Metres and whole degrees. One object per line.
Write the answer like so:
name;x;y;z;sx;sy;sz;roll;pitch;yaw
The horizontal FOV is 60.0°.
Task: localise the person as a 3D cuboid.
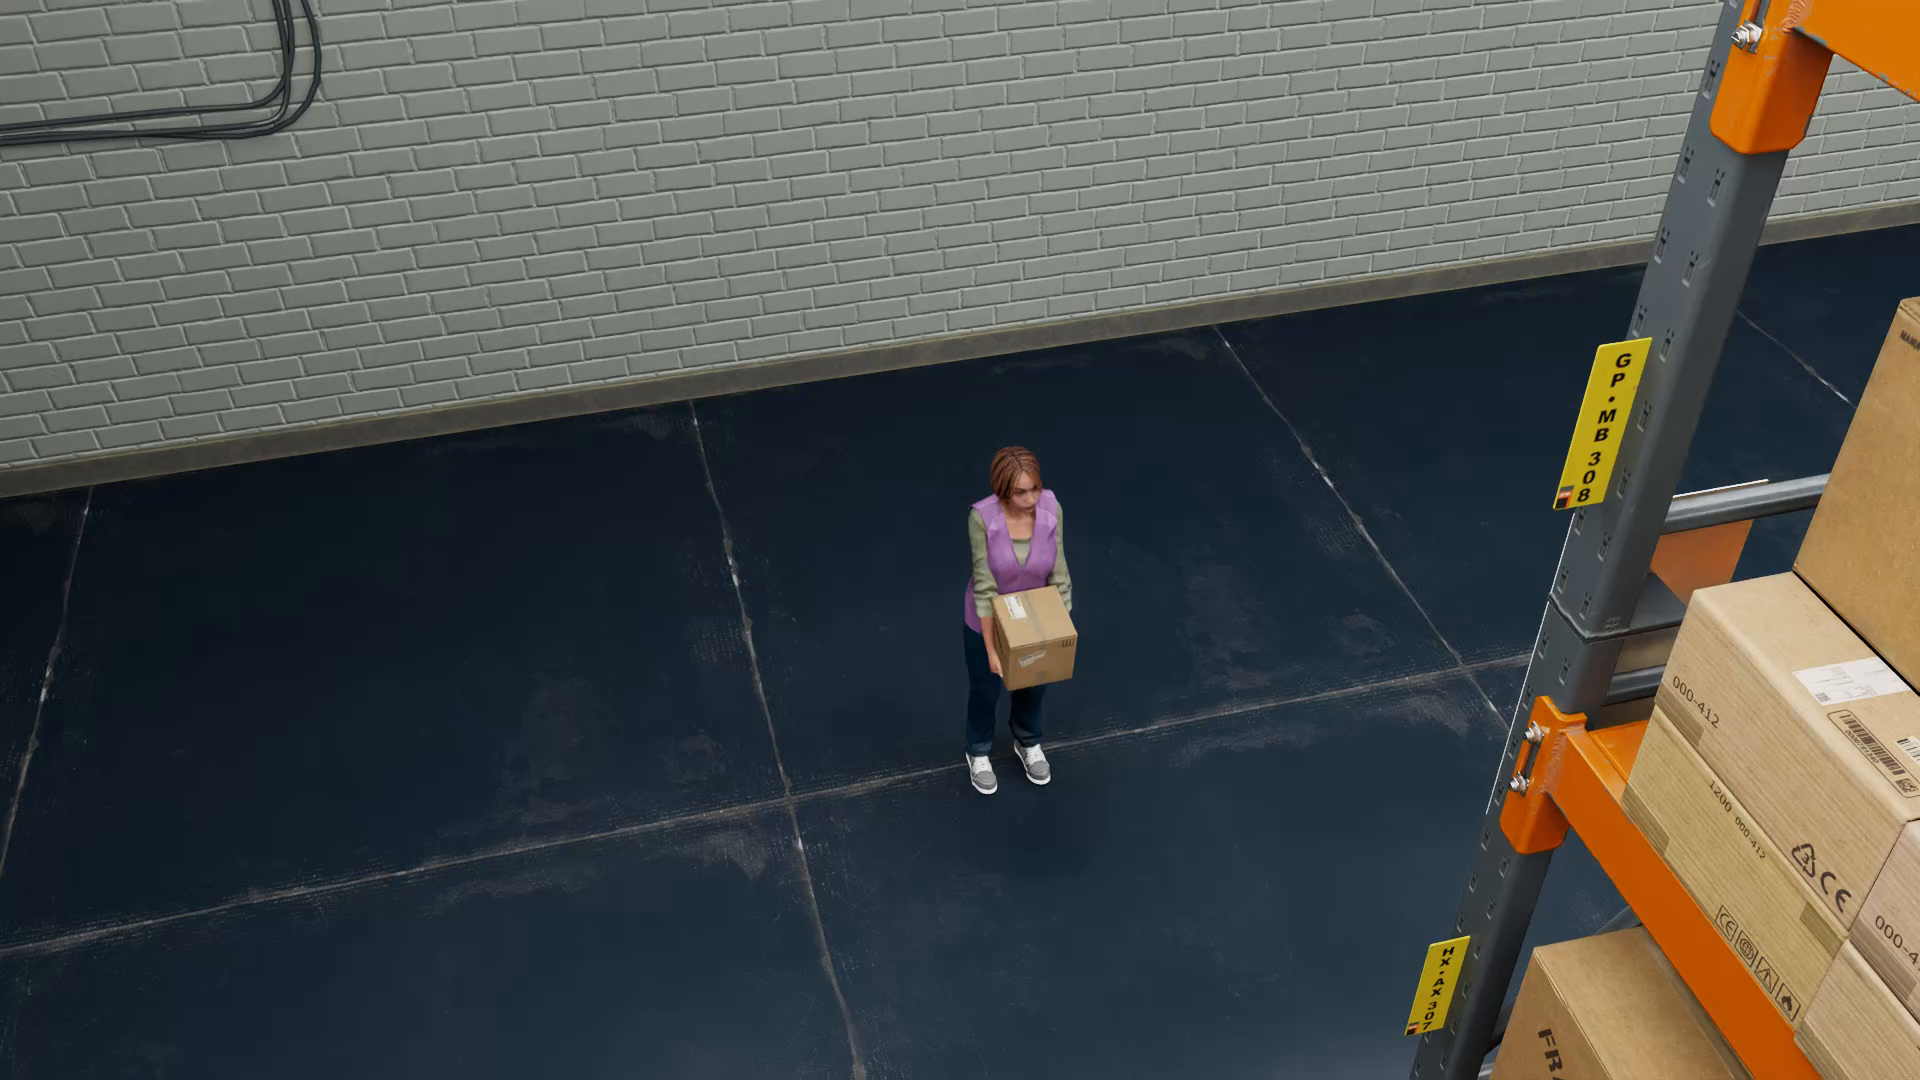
person;0.218;0.351;6.286;0.375;1.599;0.504;-10;40;-12
